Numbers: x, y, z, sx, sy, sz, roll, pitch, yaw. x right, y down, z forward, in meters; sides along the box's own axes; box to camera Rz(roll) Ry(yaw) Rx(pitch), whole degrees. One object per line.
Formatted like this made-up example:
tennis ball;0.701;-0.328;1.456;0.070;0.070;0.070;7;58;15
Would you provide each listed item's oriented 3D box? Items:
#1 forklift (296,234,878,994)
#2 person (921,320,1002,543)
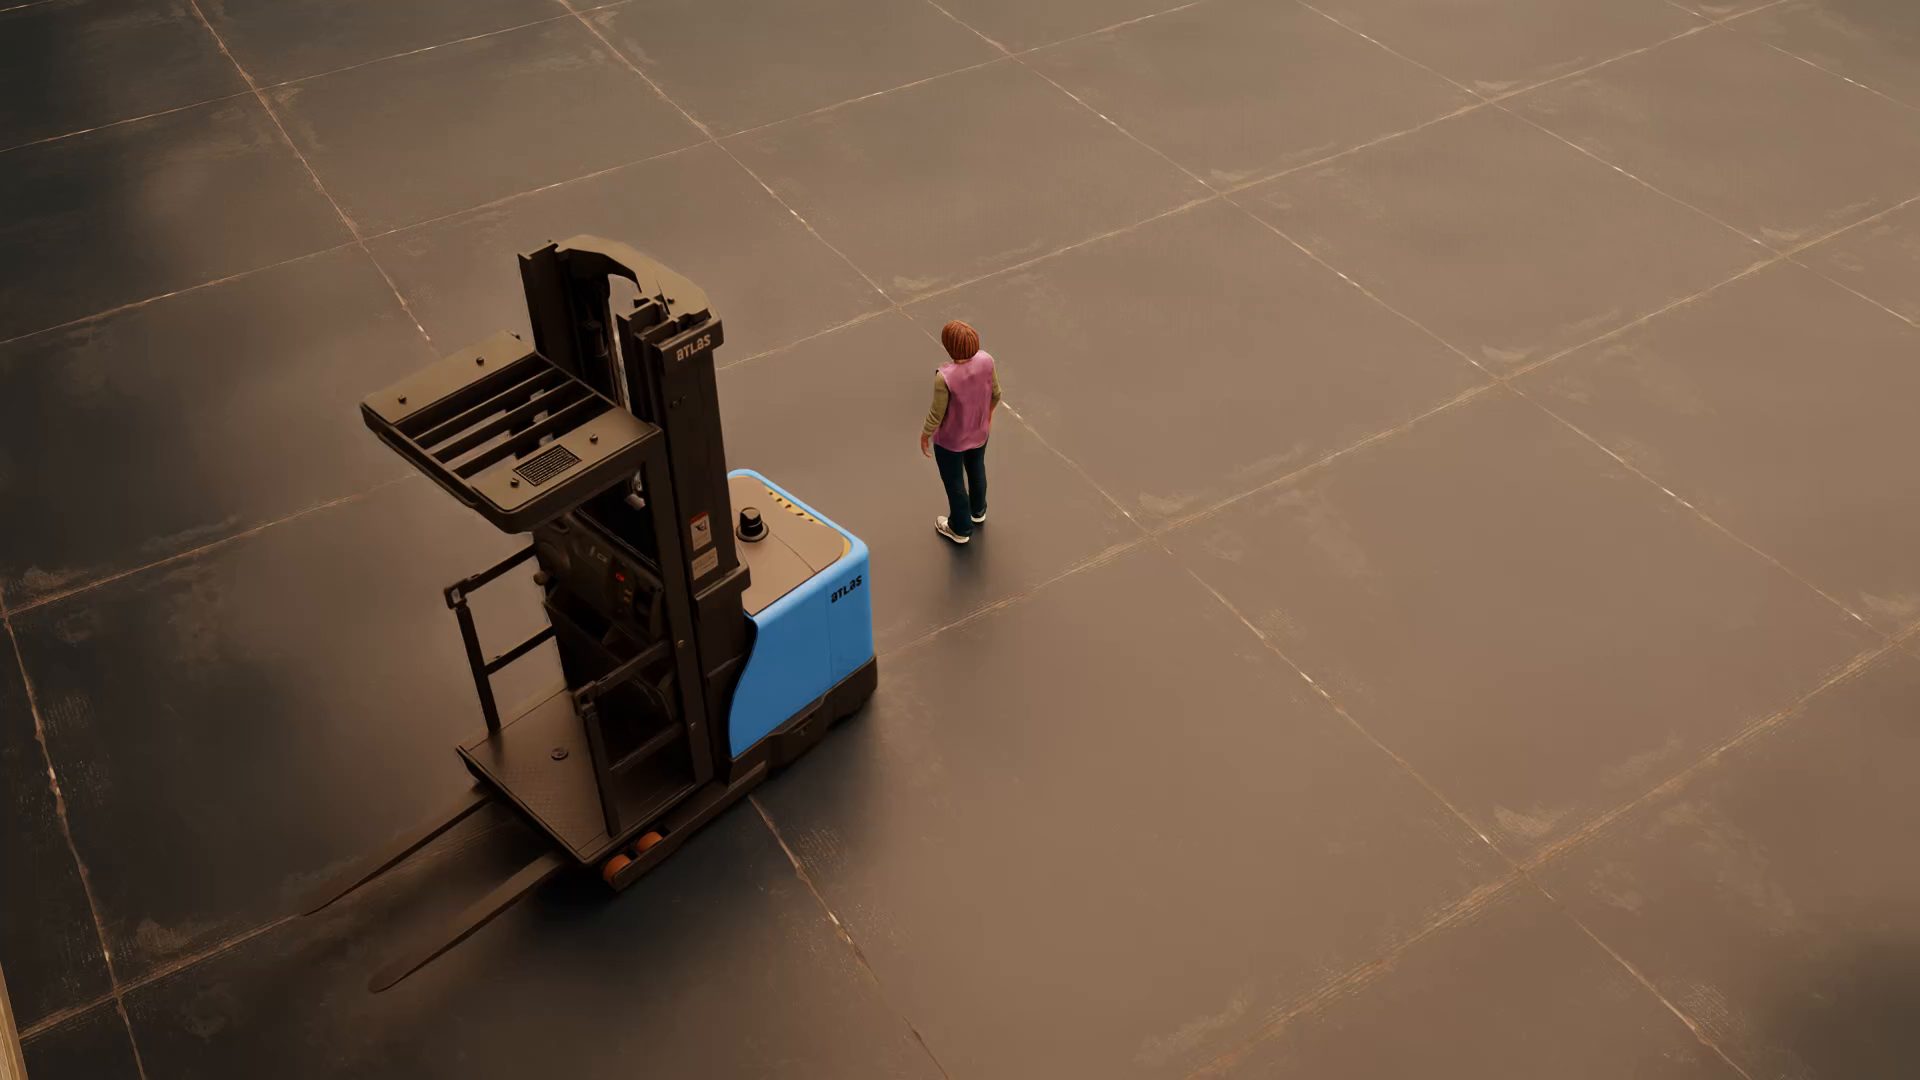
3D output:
forklift;-1.827;0.218;7.621;1.130;2.935;3.031;32;50;31
person;-0.029;-0.653;9.621;0.521;1.599;0.473;-23;46;-24
